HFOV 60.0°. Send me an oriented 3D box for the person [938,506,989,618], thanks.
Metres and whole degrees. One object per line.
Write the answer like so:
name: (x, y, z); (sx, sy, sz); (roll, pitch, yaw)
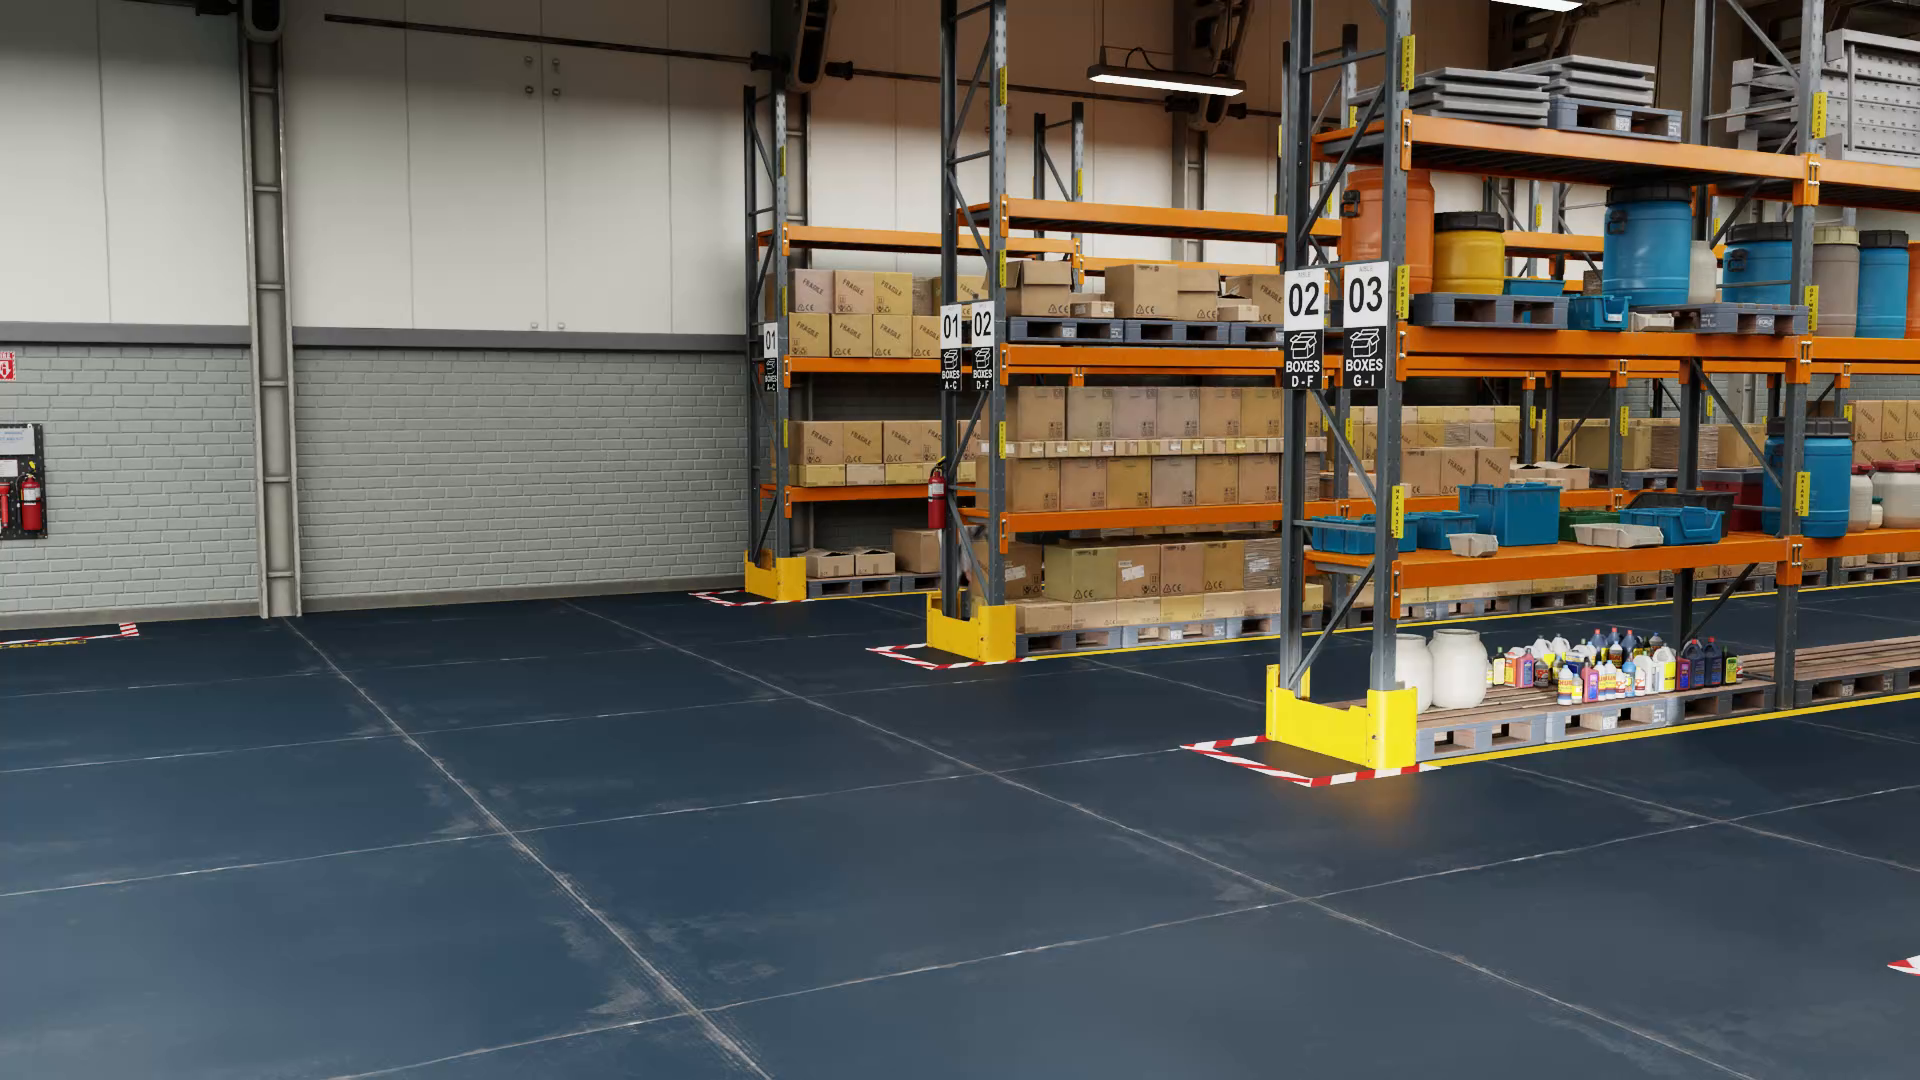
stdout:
person: (0.144, 0.202, 17.421); (0.475, 1.316, 0.949); (-3, 6, -31)
